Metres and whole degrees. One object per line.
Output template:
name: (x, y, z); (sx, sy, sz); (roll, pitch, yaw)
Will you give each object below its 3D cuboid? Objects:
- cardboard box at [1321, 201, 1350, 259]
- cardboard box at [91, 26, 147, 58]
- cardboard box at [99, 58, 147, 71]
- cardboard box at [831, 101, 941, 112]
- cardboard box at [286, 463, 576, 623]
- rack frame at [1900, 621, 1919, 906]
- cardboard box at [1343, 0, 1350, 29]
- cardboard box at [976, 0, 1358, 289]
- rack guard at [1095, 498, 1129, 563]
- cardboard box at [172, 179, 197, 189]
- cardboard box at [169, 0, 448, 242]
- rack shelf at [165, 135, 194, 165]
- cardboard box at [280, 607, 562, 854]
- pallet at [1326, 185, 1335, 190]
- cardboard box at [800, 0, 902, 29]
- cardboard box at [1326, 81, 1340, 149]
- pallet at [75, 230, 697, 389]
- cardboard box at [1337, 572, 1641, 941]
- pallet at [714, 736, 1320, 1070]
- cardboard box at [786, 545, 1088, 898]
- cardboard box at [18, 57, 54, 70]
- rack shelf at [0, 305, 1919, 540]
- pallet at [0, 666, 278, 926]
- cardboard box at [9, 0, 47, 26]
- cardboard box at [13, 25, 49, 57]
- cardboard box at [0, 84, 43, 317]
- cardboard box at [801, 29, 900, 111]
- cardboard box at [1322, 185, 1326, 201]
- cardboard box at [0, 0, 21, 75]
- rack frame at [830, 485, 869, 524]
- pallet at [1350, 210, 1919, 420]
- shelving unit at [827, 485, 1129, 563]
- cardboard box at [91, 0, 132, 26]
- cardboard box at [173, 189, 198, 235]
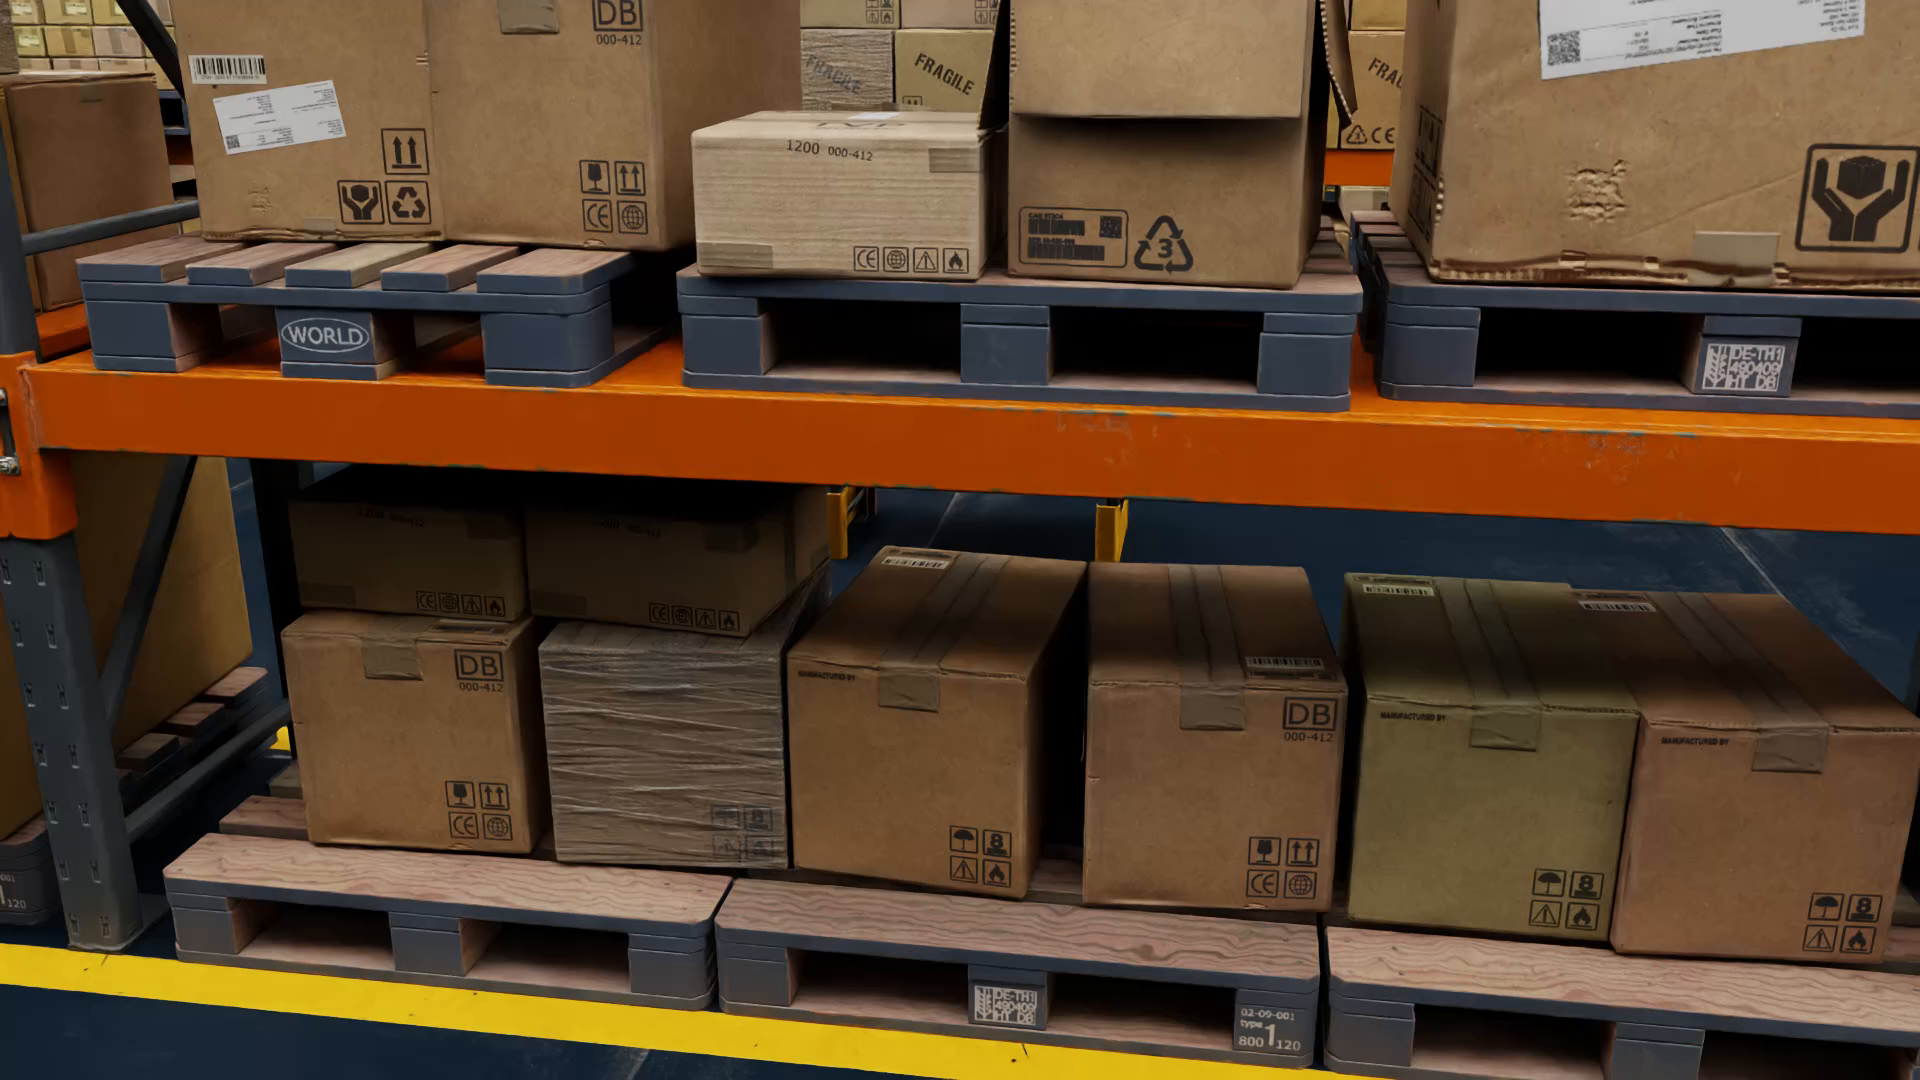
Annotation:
cardboard box: (1.455, -1.213, 8.084); (0.750, 0.750, 1.050); (3, 19, 9)
cardboard box: (-4.038, -2.462, 8.200); (0.250, 0.149, 0.380); (3, 19, 10)
cardboard box: (-4.028, -2.321, 8.245); (0.250, 0.149, 0.380); (3, 19, 9)
cardboard box: (-0.113, -0.816, 3.566); (0.258, 0.266, 0.396); (2, 19, 7)
cardboard box: (-1.136, -0.035, 3.744); (0.500, 0.250, 0.500); (4, 19, 11)
rack frame: (2.147, -0.479, 3.007); (0.127, 3.000, 1.000); (3, 19, 9)
cardboard box: (1.535, -2.623, 7.683); (0.500, 0.500, 0.700); (3, 19, 9)
cardboard box: (0.421, -0.785, 3.098); (0.637, 0.503, 0.797); (5, 19, 14)
rack guard: (0.567, -0.090, 6.177); (0.087, 0.250, 0.587); (3, 19, 9)
cardboard box: (-4.090, -1.841, 9.175); (0.500, 0.250, 0.500); (2, 19, 7)
cardboard box: (-1.263, -0.912, 3.483); (0.500, 0.500, 0.500); (1, 19, 2)
rack shelf: (-2.890, -1.989, 8.653); (4.000, 0.370, 1.077); (3, 19, 9)
cardboard box: (-1.138, 0.324, 3.854); (0.500, 0.500, 0.700); (2, 19, 6)
pallet: (3.769, -3.841, 17.451); (1.213, 0.211, 1.003); (3, 19, 9)
cardboard box: (-0.474, -2.725, 7.986); (0.500, 0.500, 0.700); (3, 19, 8)
cardboard box: (1.478, -2.069, 7.600); (0.500, 0.500, 0.500); (3, 19, 9)
pallet: (-1.082, -0.587, 3.632); (1.003, 0.211, 1.213); (3, 19, 9)
cardboard box: (1.076, 0.430, 3.536); (0.500, 0.500, 0.700); (3, 19, 8)
pallet: (0.170, 0.744, 3.747); (1.213, 0.211, 1.003); (3, 19, 9)
cardboard box: (-0.027, 0.374, 3.703); (0.500, 0.500, 0.700); (5, 19, 13)
cardboard box: (-4.549, -2.346, 8.323); (0.250, 0.149, 0.380); (2, 19, 6)
rack shelf: (0.172, -0.238, 3.422); (4.000, 0.370, 1.077); (3, 19, 9)
pallet: (-2.569, 0.579, 4.240); (1.213, 0.211, 1.003); (3, 19, 9)
cardboard box: (-4.549, -2.629, 8.228); (0.250, 0.149, 0.380); (4, 19, 11)
cardboard box: (-4.549, -2.488, 8.276); (0.250, 0.149, 0.380); (3, 19, 10)
cardboard box: (-2.329, -0.675, 3.435); (0.500, 0.500, 0.500); (4, 19, 10)
cardboard box: (-0.515, -2.169, 7.902); (0.500, 0.500, 0.500); (3, 19, 9)
cardboard box: (2.490, -2.597, 12.818); (0.625, 0.372, 0.950); (4, 19, 12)
cardboard box: (-2.522, -1.245, 3.559); (0.637, 0.503, 0.797); (4, 19, 11)
rack frame: (-0.418, -0.733, 6.129); (0.032, 1.500, 0.500); (3, 19, 9)
pallet: (1.416, -0.472, 3.289); (1.213, 0.211, 1.003); (3, 19, 9)
shelving unit: (0.075, -0.707, 6.054); (1.083, 1.500, 0.587); (3, 19, 9)
cardboard box: (-4.020, -2.603, 8.151); (0.250, 0.149, 0.380); (3, 19, 9)
cardboard box: (-4.177, -1.680, 8.692); (0.500, 0.250, 0.500); (2, 19, 6)
